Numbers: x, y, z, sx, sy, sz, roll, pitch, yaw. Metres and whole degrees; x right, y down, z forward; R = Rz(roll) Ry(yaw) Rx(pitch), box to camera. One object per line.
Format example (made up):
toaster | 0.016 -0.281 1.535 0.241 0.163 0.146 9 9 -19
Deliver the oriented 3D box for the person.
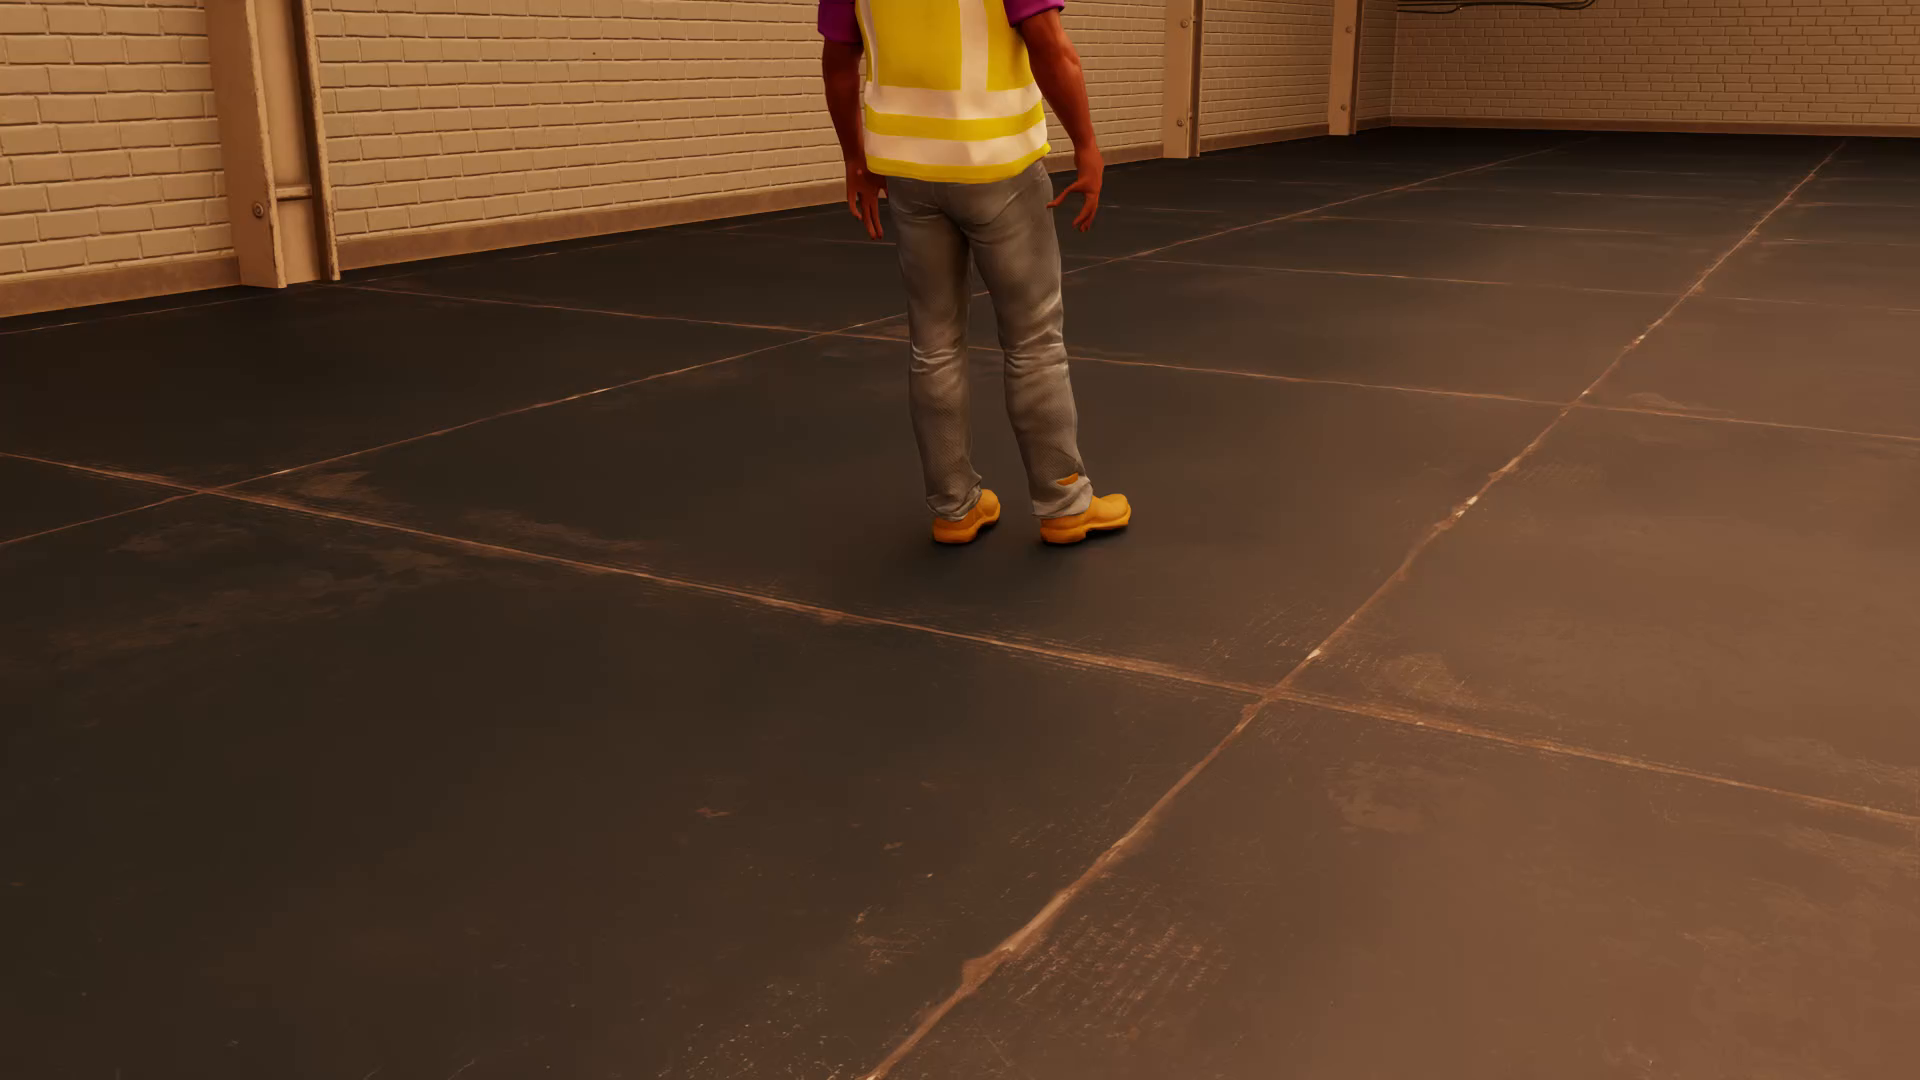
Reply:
person | 0.039 -0.870 3.845 0.666 1.768 0.575 9 19 28
